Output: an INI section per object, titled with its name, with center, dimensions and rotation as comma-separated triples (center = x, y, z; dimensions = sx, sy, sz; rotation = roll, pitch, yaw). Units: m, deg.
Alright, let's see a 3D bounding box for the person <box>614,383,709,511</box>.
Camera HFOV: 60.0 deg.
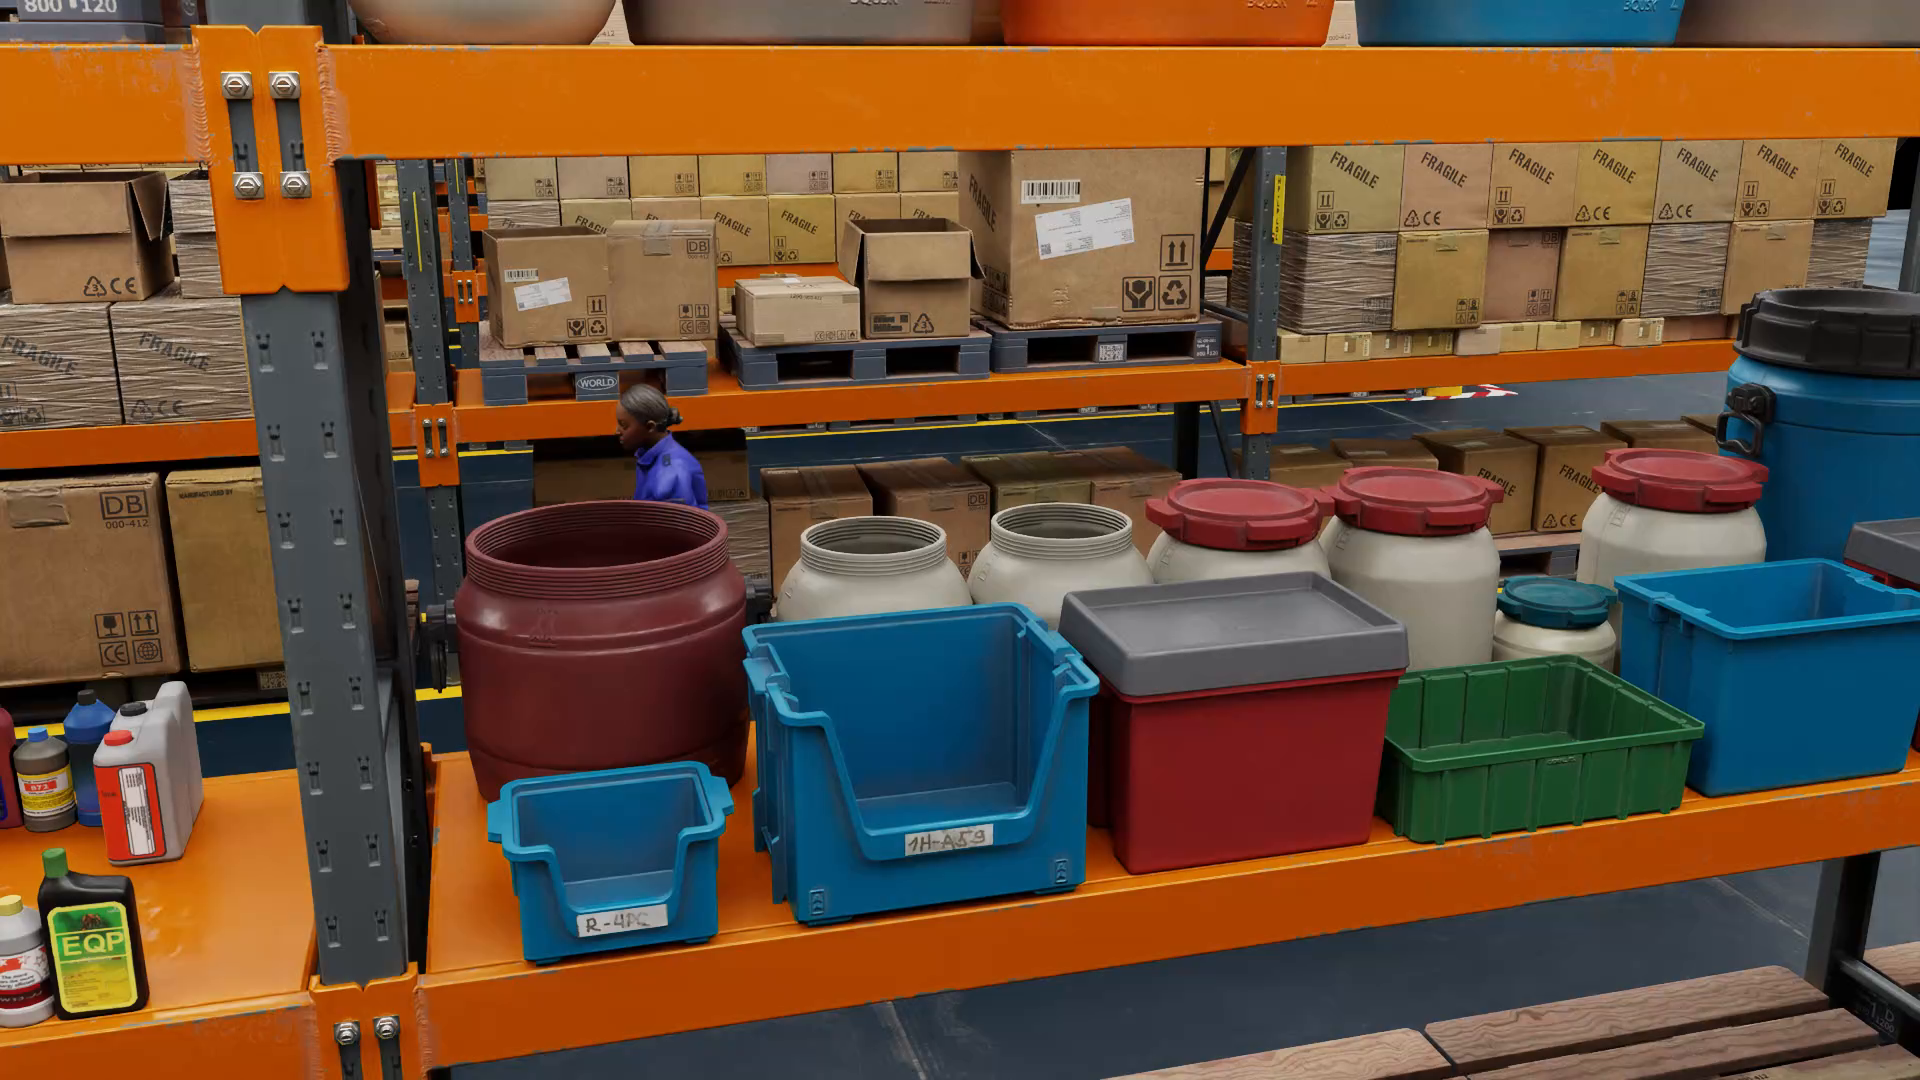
[person]
center = -1.103, 0.179, 6.298
dimensions = 0.348, 1.583, 0.494
rotation = -5, 17, -18
